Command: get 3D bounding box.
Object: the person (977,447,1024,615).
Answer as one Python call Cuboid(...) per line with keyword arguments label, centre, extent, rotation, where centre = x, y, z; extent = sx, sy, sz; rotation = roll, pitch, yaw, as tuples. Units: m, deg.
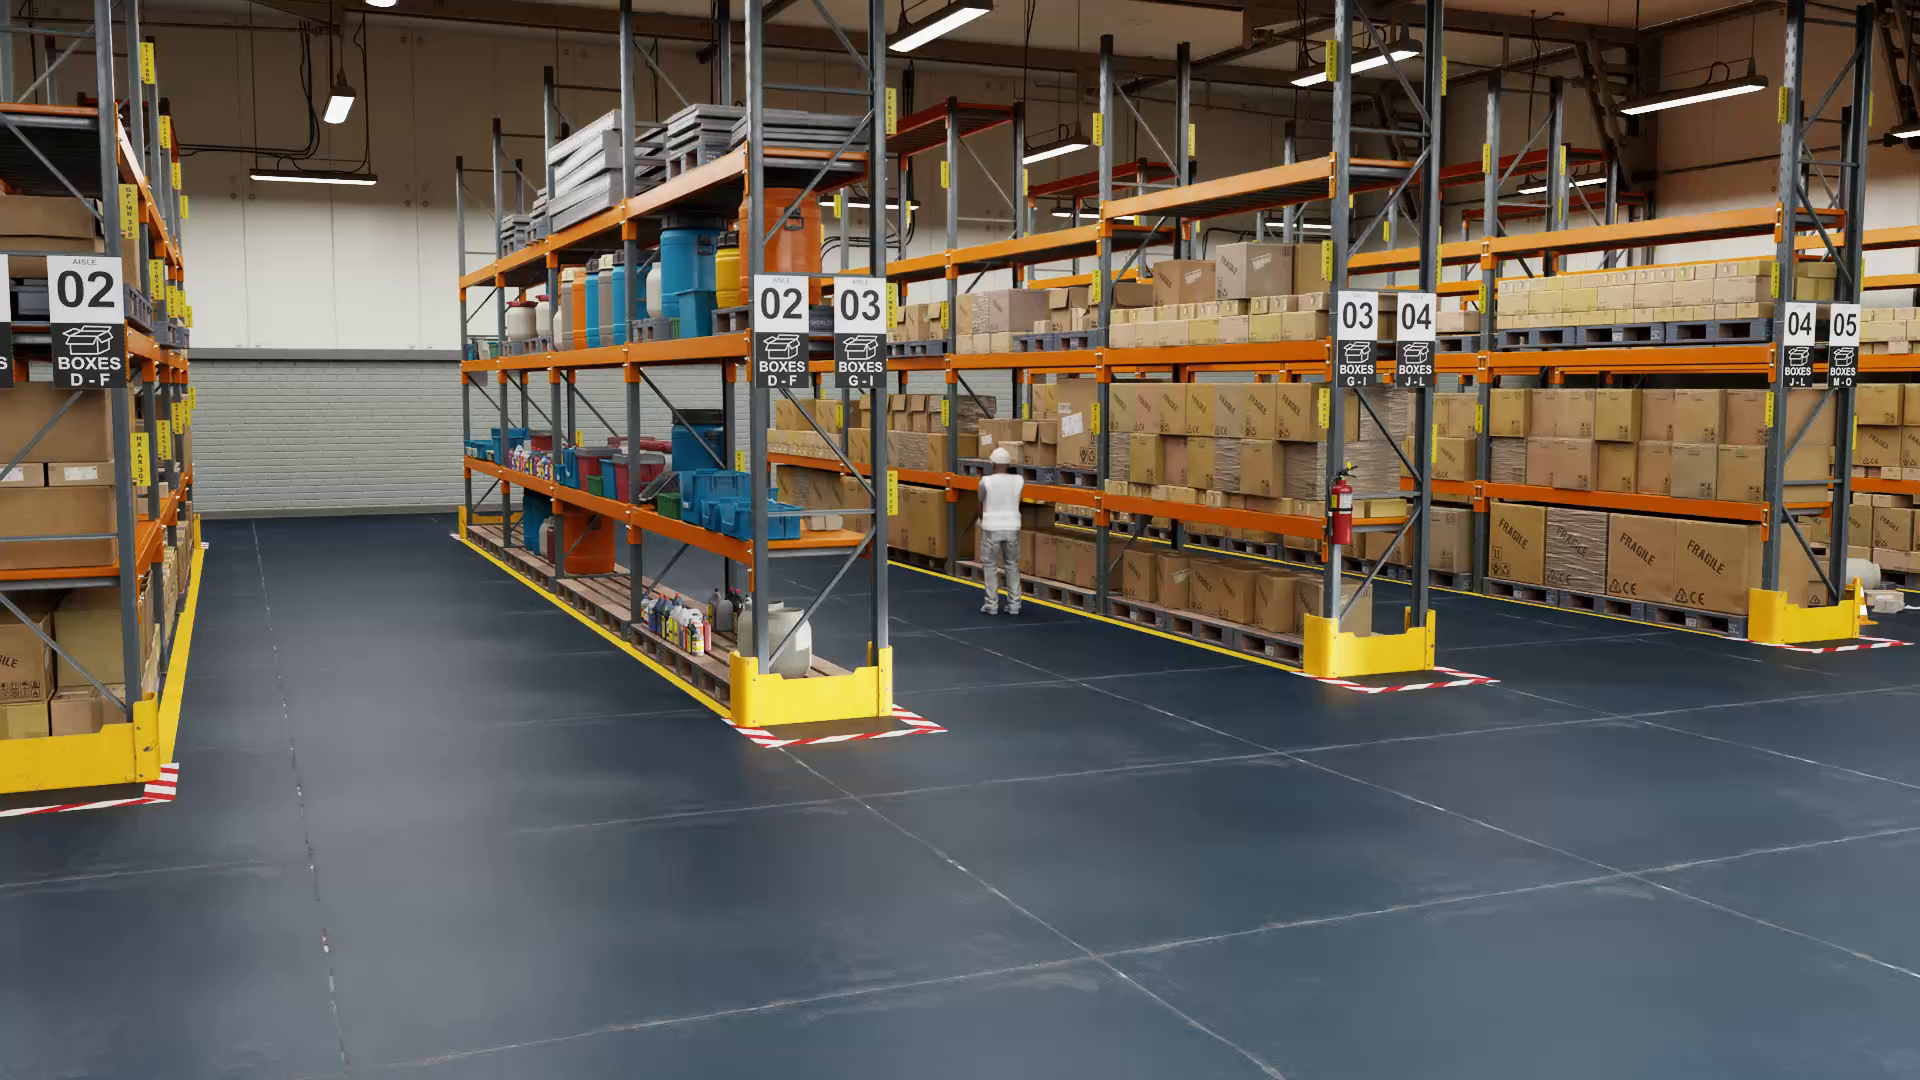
Cuboid(label="person", centre=(0.398, -0.106, 17.765), extent=(0.488, 1.778, 0.574), rotation=(-1, 6, -15))
